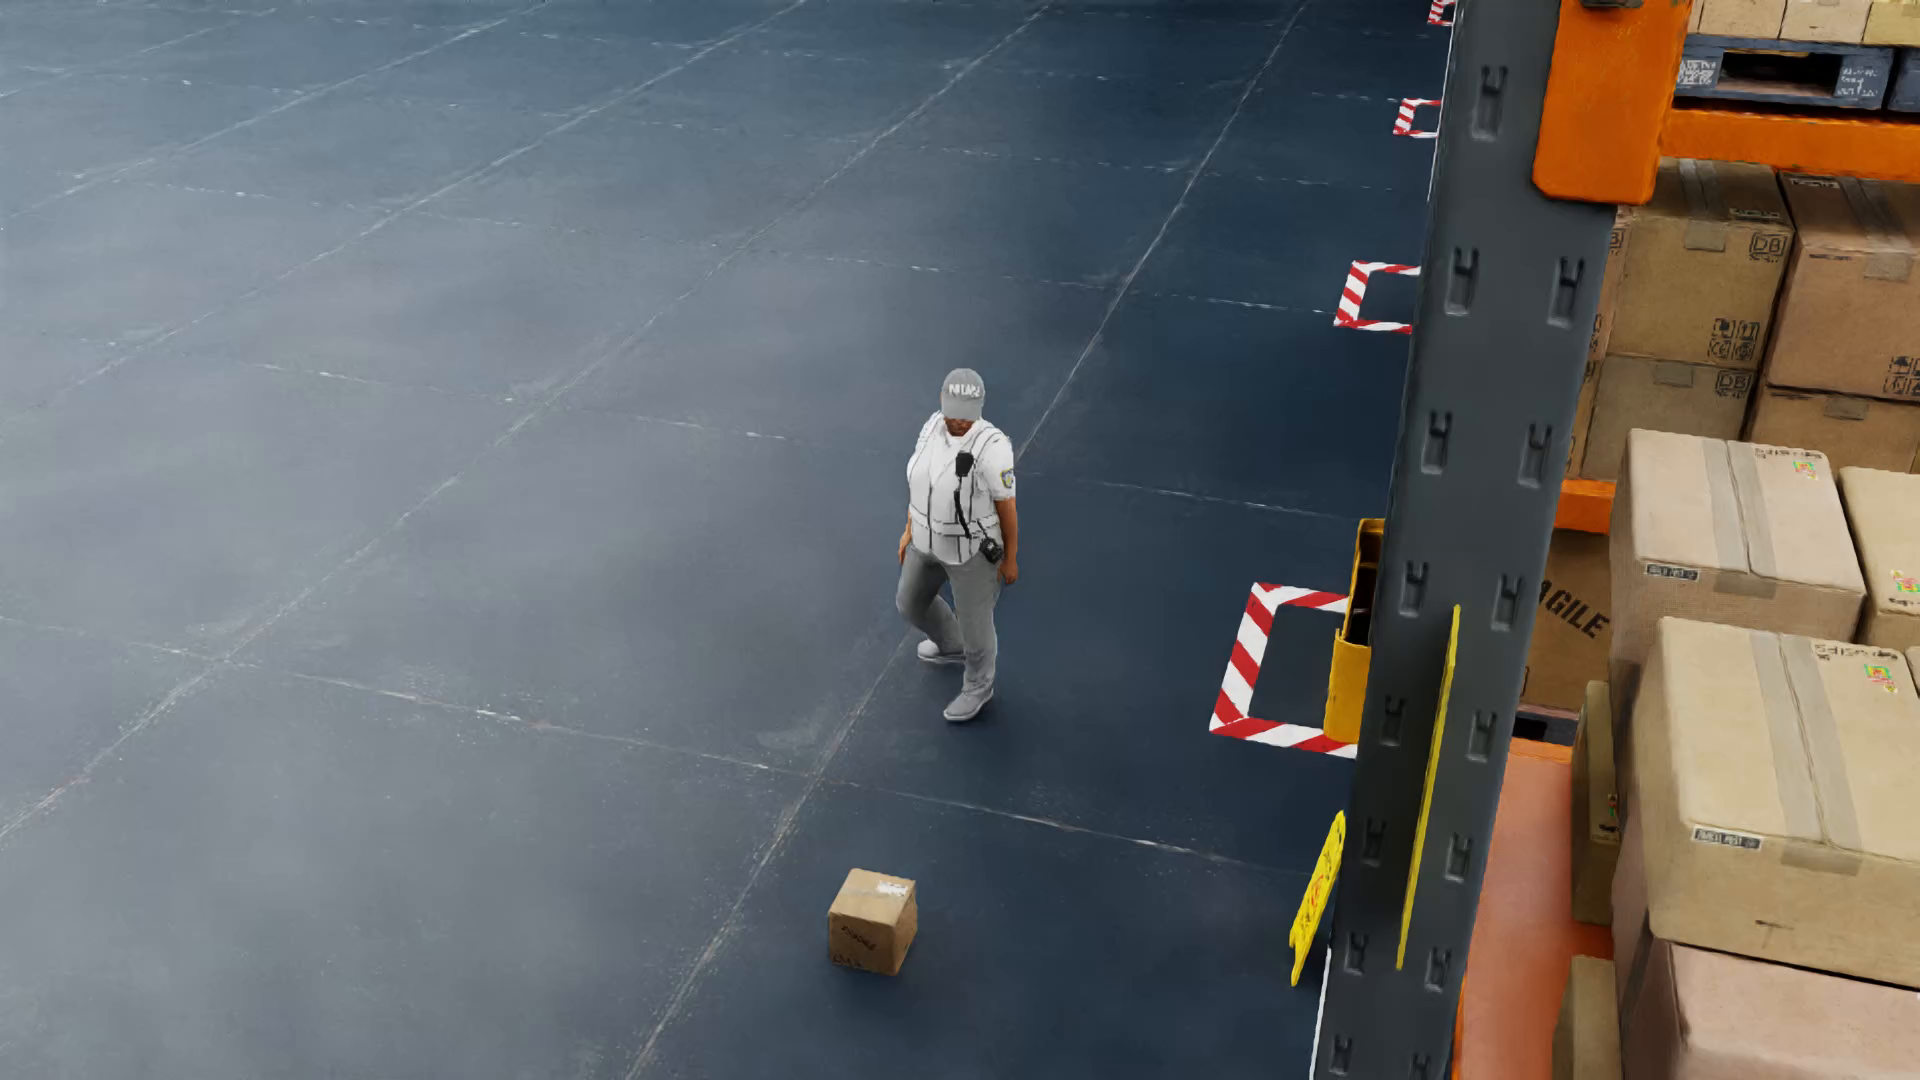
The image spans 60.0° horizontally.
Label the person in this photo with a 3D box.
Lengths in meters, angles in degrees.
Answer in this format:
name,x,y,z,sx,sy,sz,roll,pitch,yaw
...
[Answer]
name,x,y,z,sx,sy,sz,roll,pitch,yaw
person,-0.030,-0.013,7.118,0.667,1.656,0.469,25,38,37
